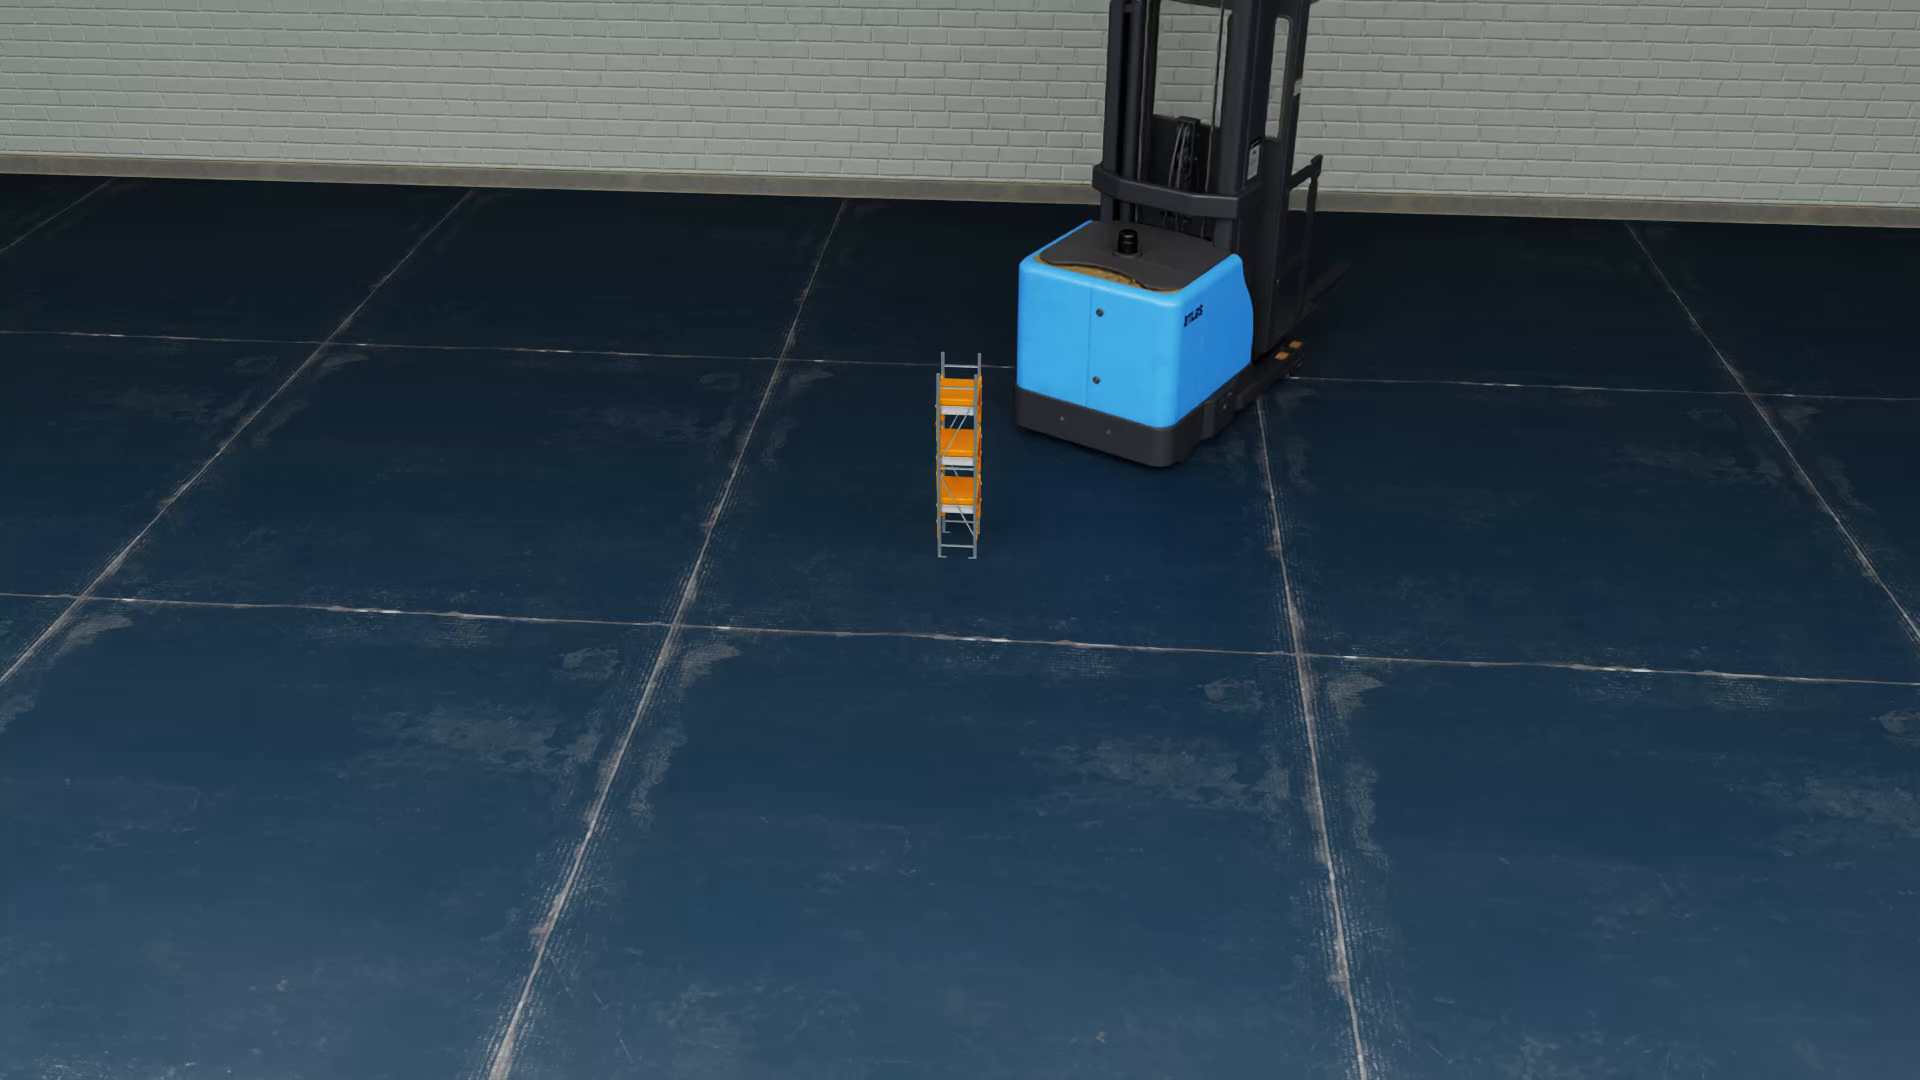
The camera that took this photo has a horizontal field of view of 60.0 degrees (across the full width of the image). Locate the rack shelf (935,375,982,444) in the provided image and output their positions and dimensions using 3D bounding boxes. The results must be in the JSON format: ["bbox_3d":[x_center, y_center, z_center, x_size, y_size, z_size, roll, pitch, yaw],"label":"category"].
[{"bbox_3d":[-0.004,-0.652,8.286,0.215,0.259,0.240,2,32,4],"label":"rack shelf"}]

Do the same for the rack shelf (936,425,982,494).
[{"bbox_3d":[-0.004,-0.410,8.435,0.215,0.259,0.240,2,32,4],"label":"rack shelf"}]

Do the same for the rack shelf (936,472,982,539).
[{"bbox_3d":[-0.004,-0.173,8.581,0.215,0.259,0.240,2,32,4],"label":"rack shelf"}]

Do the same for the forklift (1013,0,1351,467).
[{"bbox_3d":[1.552,-2.384,9.824,1.130,2.935,3.031,19,37,28],"label":"forklift"}]

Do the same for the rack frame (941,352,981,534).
[{"bbox_3d":[0.006,-0.483,8.533,0.200,1.050,0.008,2,32,4],"label":"rack frame"}]

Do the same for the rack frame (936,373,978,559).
[{"bbox_3d":[-0.014,-0.355,8.326,0.200,1.050,0.008,2,32,4],"label":"rack frame"}]

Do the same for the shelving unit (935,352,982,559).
[{"bbox_3d":[-0.004,-0.419,8.429,0.215,1.050,0.252,2,32,4],"label":"shelving unit"}]
